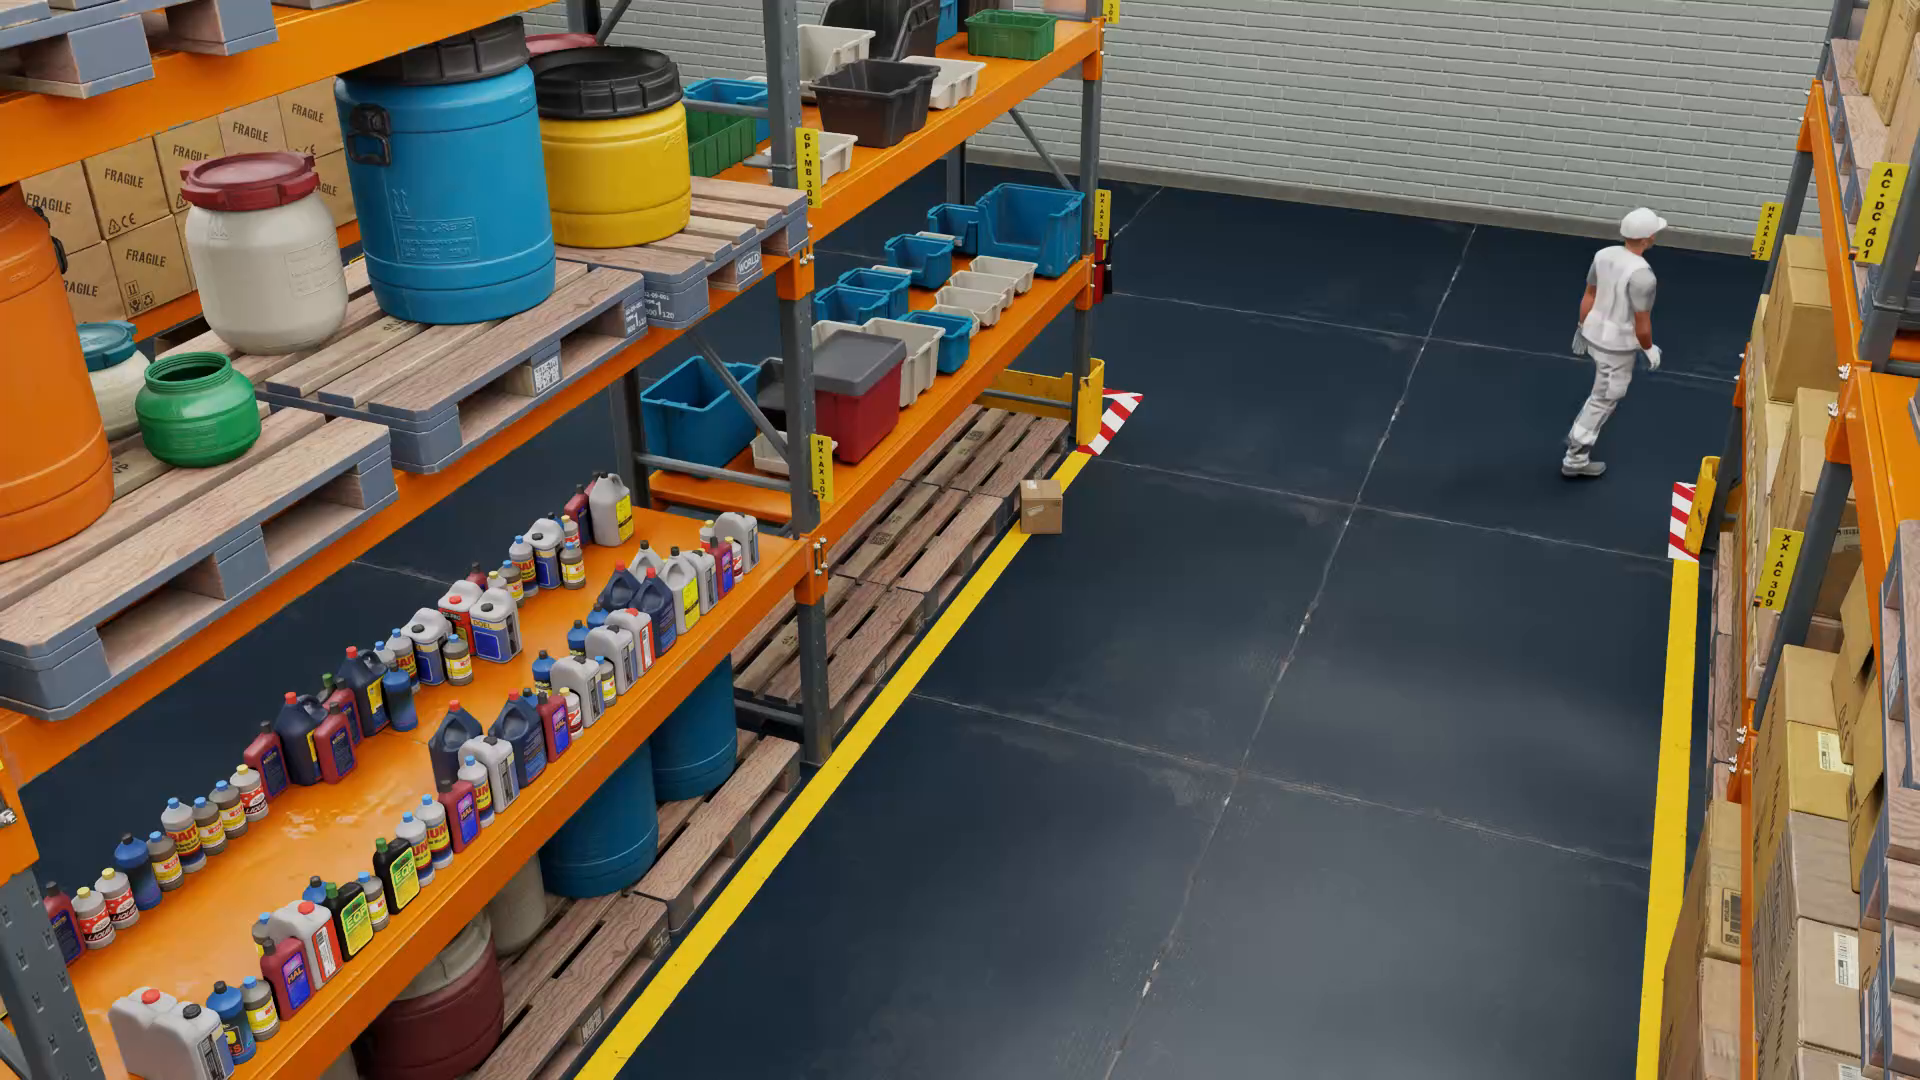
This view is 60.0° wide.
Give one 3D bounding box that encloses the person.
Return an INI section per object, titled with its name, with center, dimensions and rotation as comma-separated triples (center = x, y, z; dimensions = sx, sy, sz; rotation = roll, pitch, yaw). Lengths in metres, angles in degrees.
[person]
center = 4.161, -1.234, 10.544
dimensions = 0.472, 1.812, 0.554
rotation = -5, 30, -9
